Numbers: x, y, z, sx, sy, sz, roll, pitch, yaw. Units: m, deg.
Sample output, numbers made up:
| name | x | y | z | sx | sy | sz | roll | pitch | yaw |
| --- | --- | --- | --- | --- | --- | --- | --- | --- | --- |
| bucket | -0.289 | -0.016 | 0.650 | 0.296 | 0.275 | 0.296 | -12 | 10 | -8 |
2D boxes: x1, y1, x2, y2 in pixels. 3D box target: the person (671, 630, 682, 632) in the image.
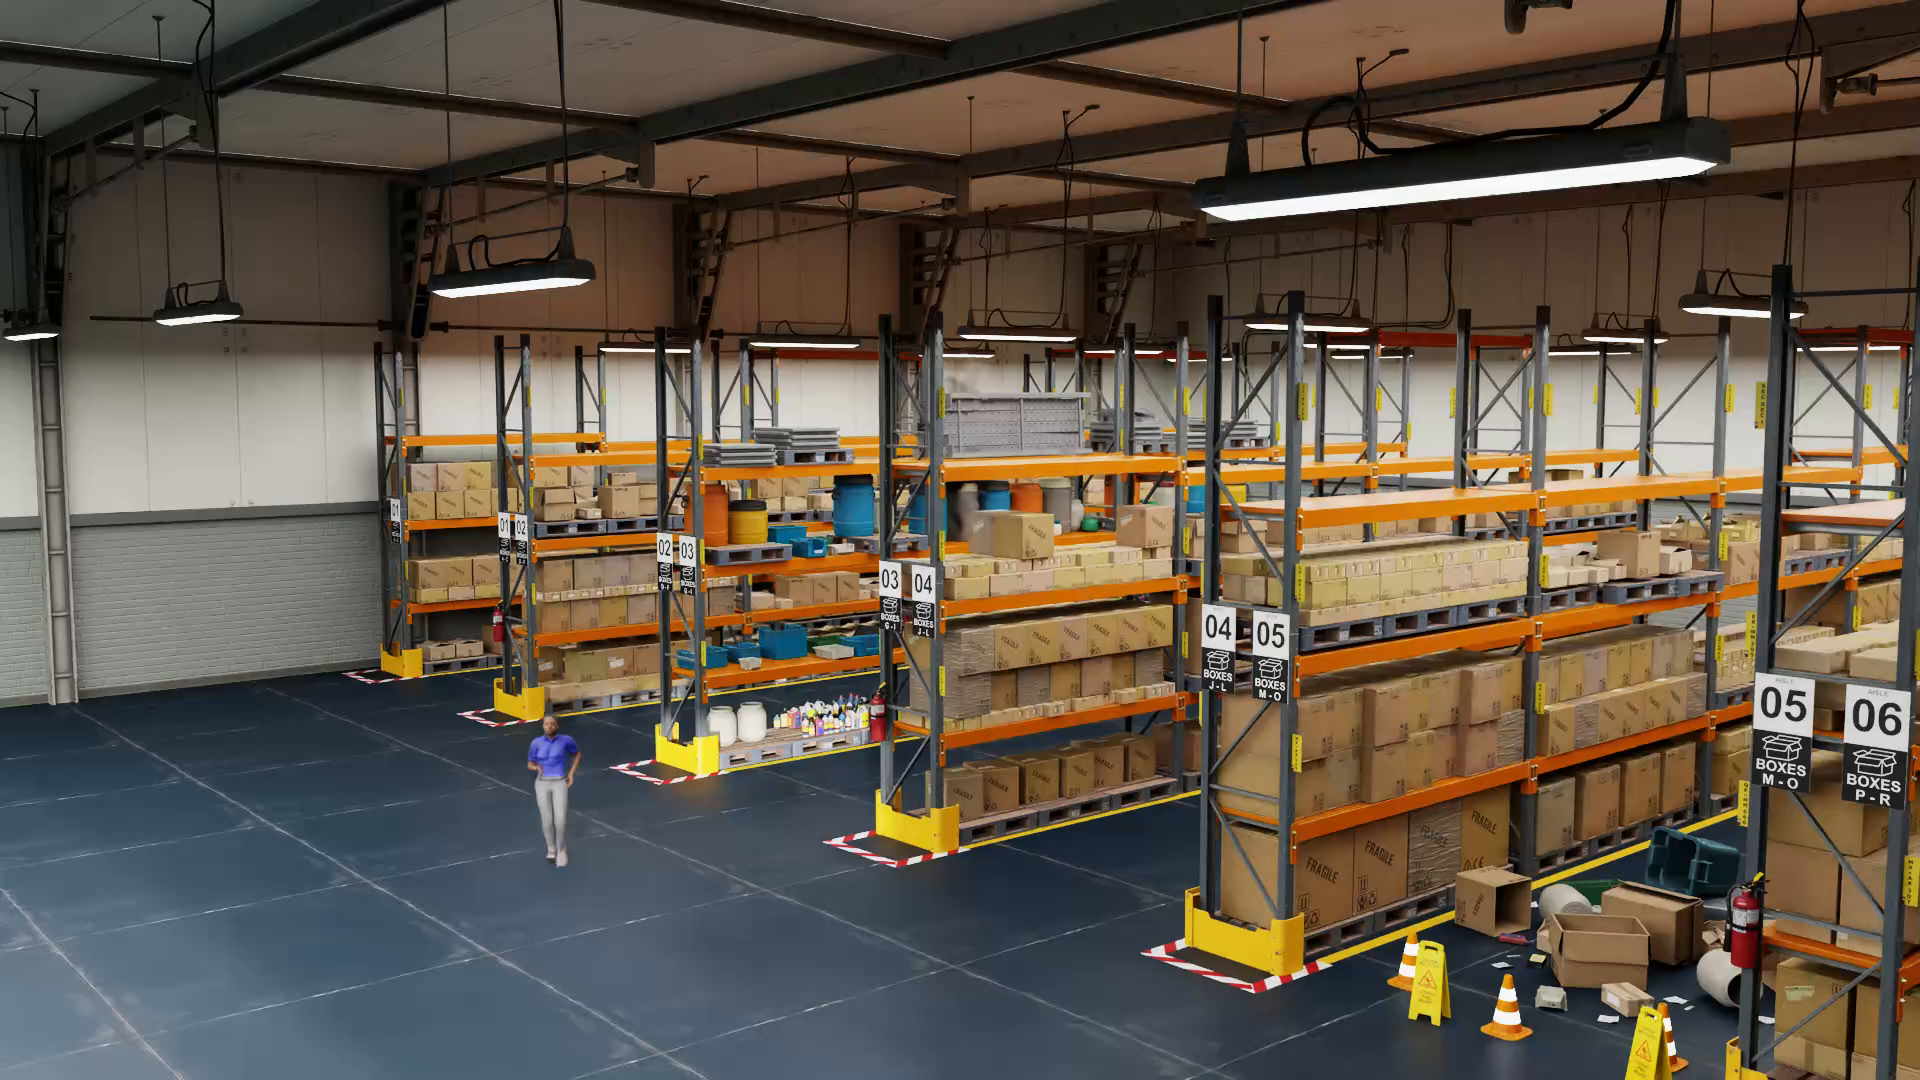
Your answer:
| name | x | y | z | sx | sy | sz | roll | pitch | yaw |
| --- | --- | --- | --- | --- | --- | --- | --- | --- | --- |
| person | -5.266 | 1.536 | 30.384 | 0.705 | 1.734 | 0.628 | 4 | 6 | 35 |

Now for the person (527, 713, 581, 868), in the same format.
| name | x | y | z | sx | sy | sz | roll | pitch | yaw |
| --- | --- | --- | --- | --- | --- | --- | --- | --- | --- |
| person | -4.402 | 2.758 | 17.999 | 0.555 | 1.599 | 0.660 | -1 | 5 | -6 |

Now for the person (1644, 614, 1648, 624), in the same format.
| name | x | y | z | sx | sy | sz | roll | pitch | yaw |
| --- | --- | --- | --- | --- | --- | --- | --- | --- | --- |
| person | 10.737 | 1.913 | 26.255 | 0.560 | 1.662 | 0.967 | 5 | 7 | 42 |

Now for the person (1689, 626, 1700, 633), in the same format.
| name | x | y | z | sx | sy | sz | roll | pitch | yaw |
| --- | --- | --- | --- | --- | --- | --- | --- | --- | --- |
| person | 10.768 | 2.122 | 24.502 | 0.737 | 1.727 | 0.584 | -4 | 7 | -40 |
